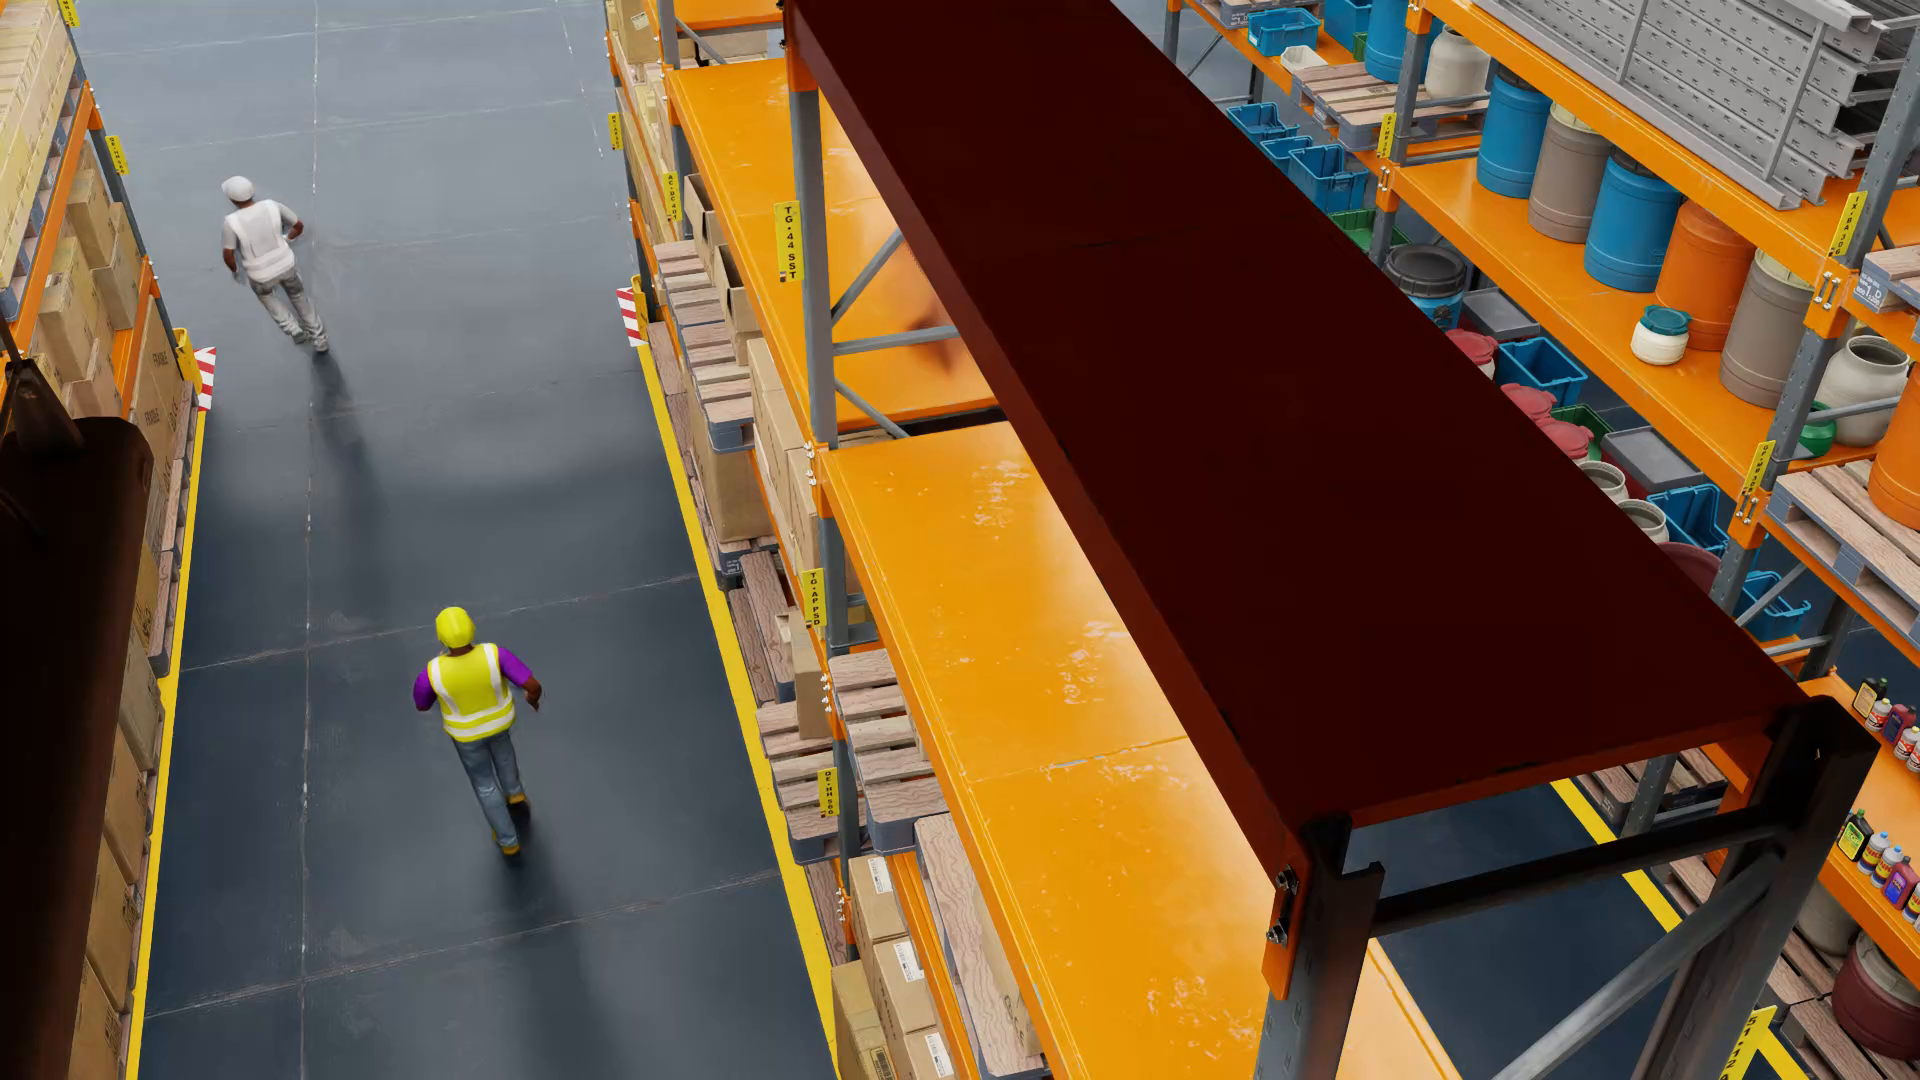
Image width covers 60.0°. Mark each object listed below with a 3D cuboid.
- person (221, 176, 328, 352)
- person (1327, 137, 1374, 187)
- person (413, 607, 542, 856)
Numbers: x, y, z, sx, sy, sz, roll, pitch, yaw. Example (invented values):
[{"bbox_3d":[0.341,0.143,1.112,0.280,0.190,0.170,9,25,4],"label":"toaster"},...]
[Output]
[{"bbox_3d":[-6.042,-2.402,14.467,0.747,1.725,0.547,-27,46,-30],"label":"person"},{"bbox_3d":[3.830,-3.574,16.062,0.636,1.603,0.727,-11,40,-13],"label":"person"},{"bbox_3d":[-2.882,1.107,10.019,0.670,1.819,0.749,-21,43,-25],"label":"person"}]
